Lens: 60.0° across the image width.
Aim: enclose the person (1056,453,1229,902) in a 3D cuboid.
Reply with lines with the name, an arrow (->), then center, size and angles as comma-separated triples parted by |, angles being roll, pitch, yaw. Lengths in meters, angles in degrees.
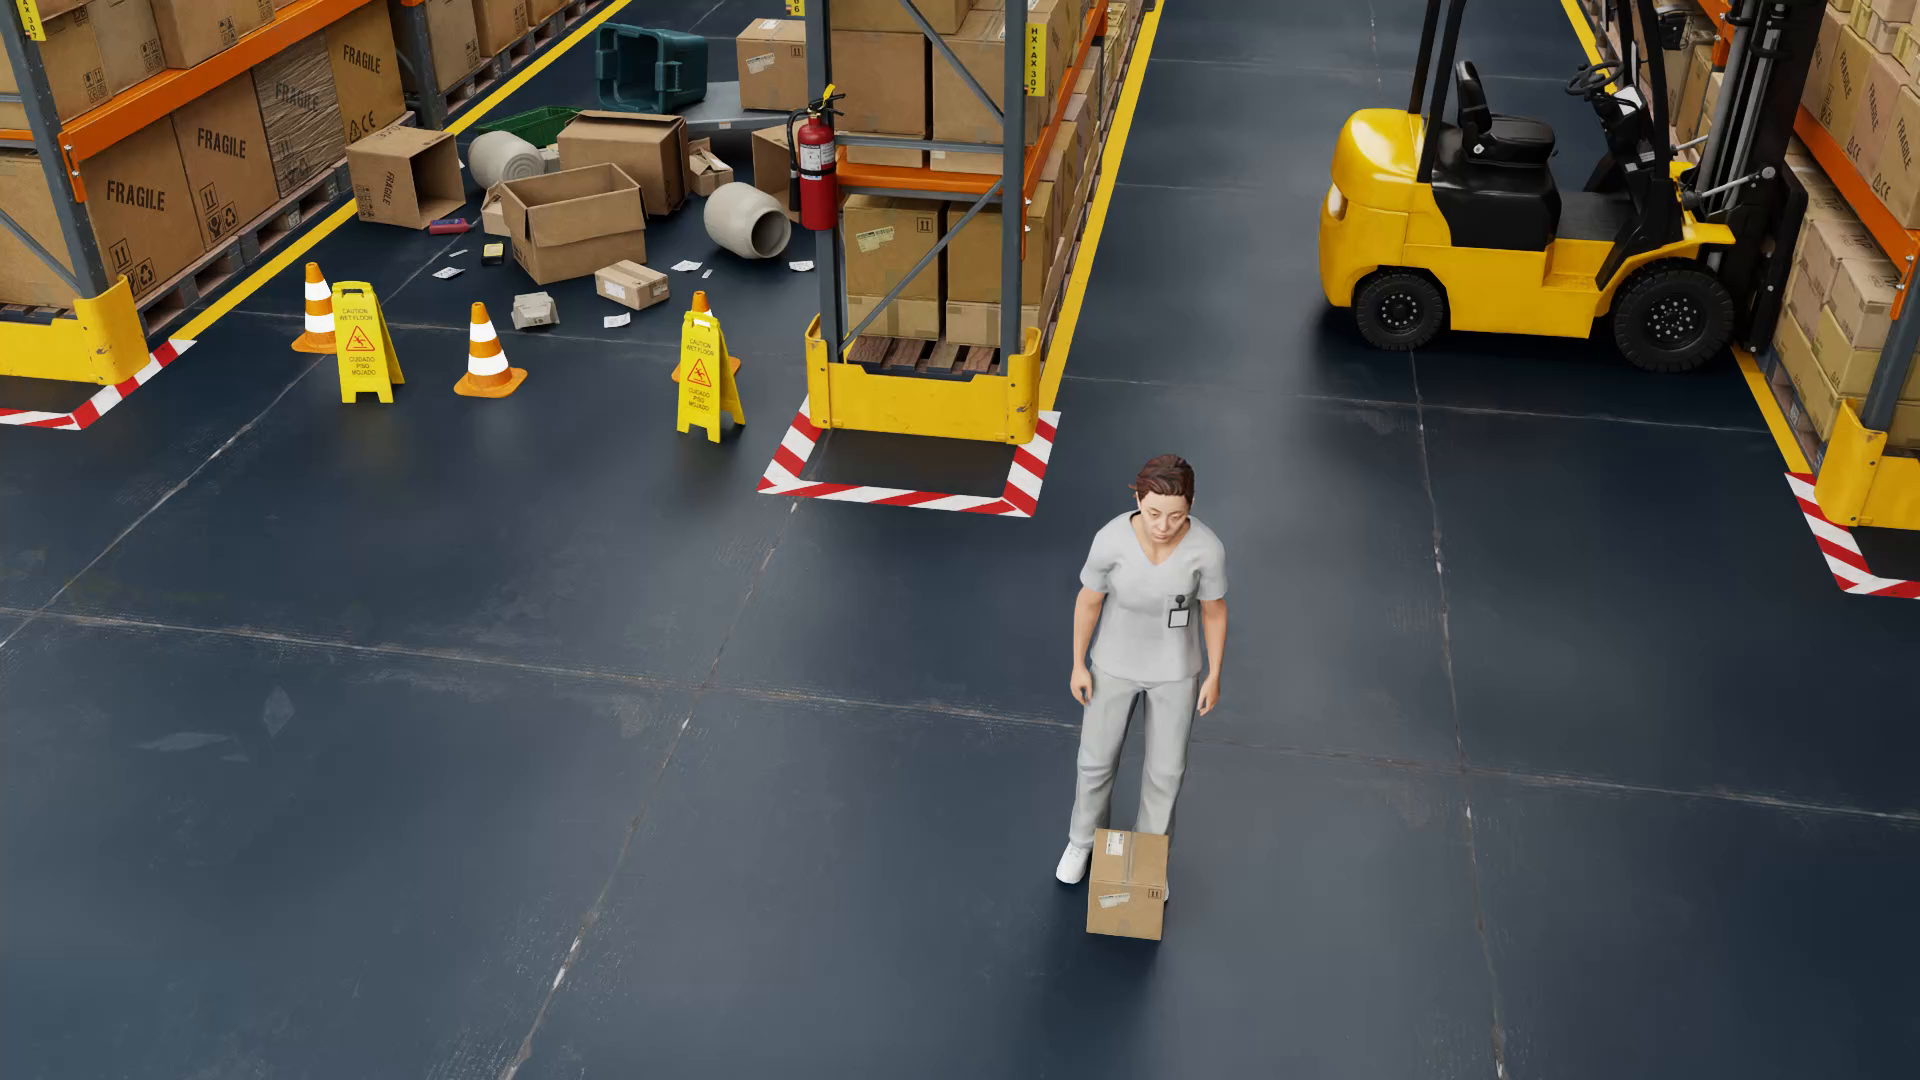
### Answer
person -> 0.602, 0.448, 5.435 | 0.508, 1.673, 0.407 | 4, 33, 7
